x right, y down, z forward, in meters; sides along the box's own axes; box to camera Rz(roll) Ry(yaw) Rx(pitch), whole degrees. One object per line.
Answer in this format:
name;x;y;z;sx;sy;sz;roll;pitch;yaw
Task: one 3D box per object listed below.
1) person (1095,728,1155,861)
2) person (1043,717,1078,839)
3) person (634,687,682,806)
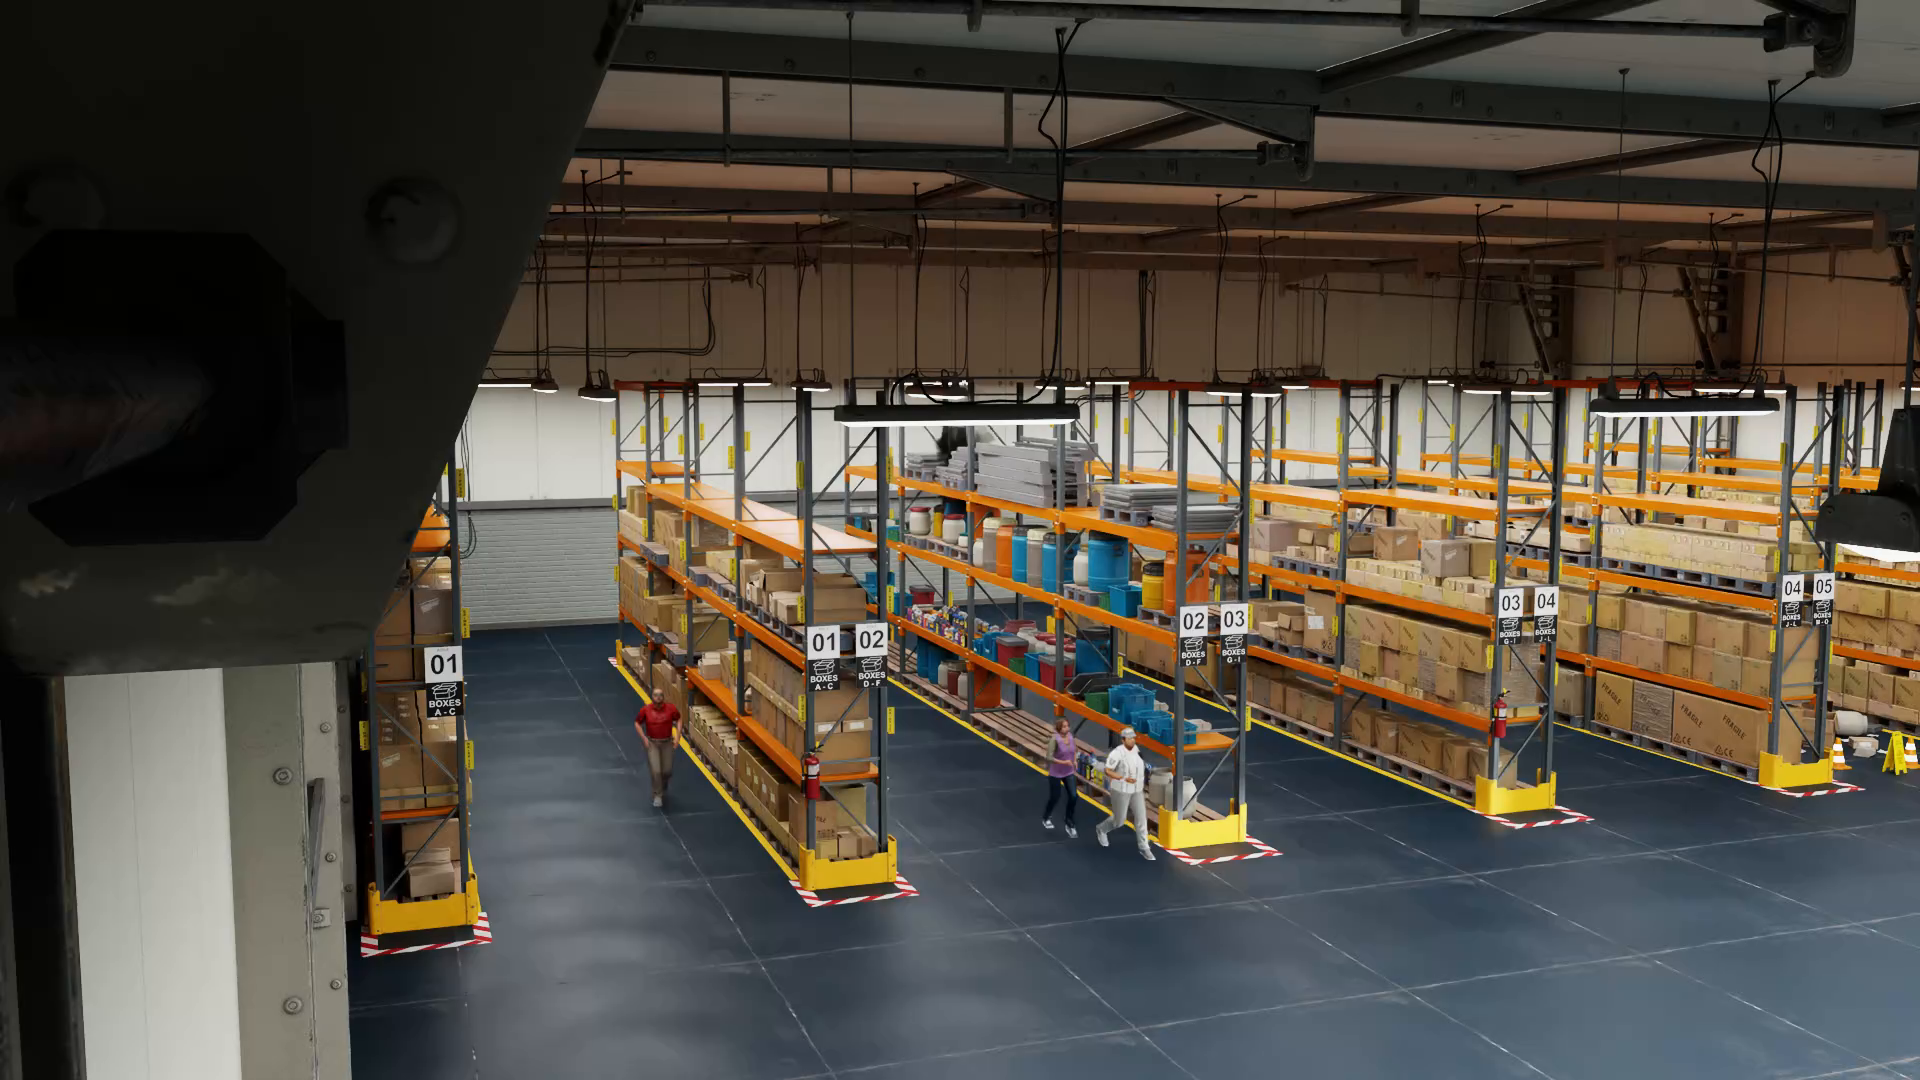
person;2.142;3.239;21.410;0.638;1.669;0.884;-4;7;-33
person;1.369;3.188;22.324;0.559;1.659;0.707;-3;7;-29
person;-4.363;2.956;24.101;0.690;1.690;0.662;-2;6;-17
